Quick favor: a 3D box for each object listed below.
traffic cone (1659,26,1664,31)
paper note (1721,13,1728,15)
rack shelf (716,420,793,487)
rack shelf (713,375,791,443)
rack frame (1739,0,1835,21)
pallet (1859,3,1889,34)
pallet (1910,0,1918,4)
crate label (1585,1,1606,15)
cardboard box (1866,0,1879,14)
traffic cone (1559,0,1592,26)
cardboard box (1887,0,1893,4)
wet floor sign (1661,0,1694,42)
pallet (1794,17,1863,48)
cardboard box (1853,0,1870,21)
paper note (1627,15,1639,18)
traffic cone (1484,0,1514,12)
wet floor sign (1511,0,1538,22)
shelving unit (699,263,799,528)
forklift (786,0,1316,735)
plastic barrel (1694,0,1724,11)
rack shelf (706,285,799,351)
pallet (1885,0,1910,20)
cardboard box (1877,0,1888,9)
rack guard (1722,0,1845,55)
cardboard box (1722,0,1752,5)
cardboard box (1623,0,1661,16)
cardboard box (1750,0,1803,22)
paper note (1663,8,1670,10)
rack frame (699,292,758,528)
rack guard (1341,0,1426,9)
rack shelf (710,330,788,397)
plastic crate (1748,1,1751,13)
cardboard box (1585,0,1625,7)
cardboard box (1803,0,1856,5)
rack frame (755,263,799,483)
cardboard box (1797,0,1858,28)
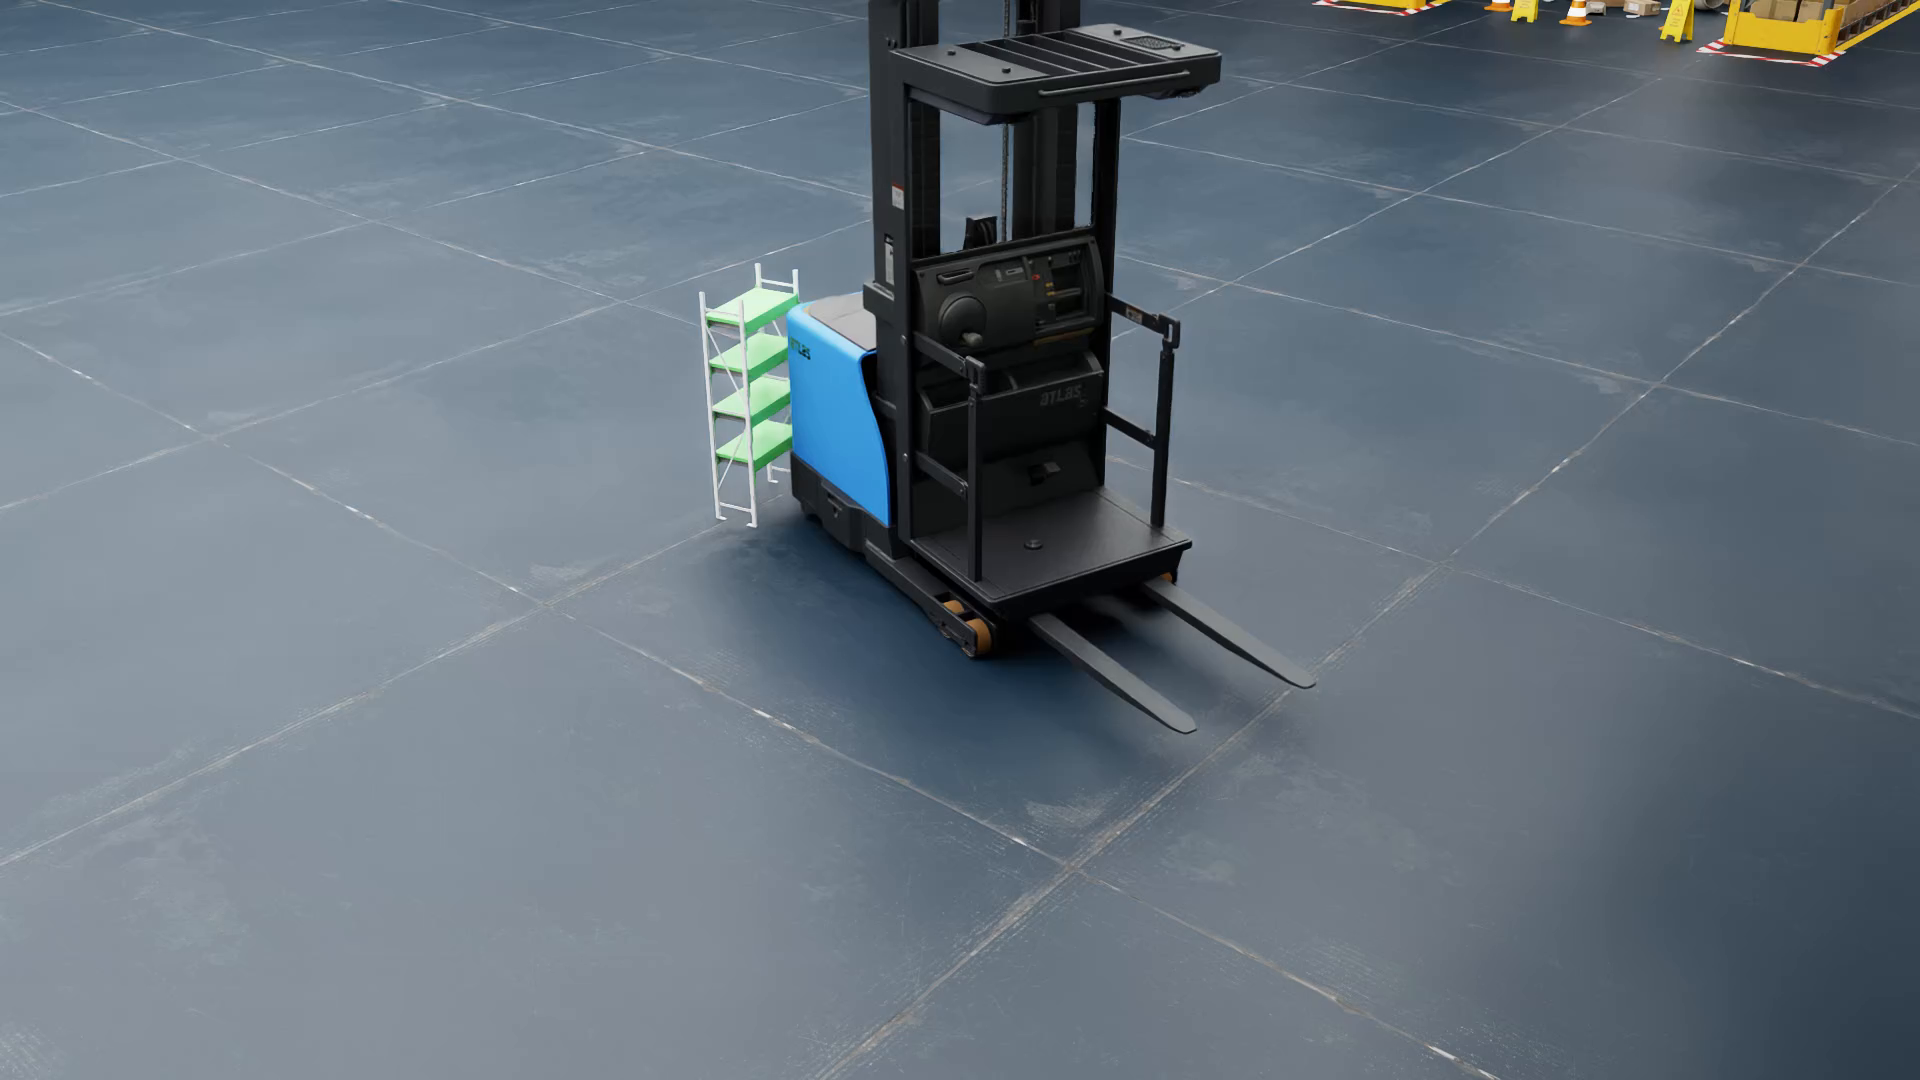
[{"bbox_3d":[8.727,-6.433,20.182,0.336,0.463,0.334,21,34,34],"label":"traffic cone"},{"bbox_3d":[9.789,-6.721,21.208,0.142,0.019,0.148,9,29,17],"label":"paper note"},{"bbox_3d":[-1.021,-0.453,8.481,0.258,0.148,0.480,13,30,23],"label":"rack shelf"},{"bbox_3d":[-1.021,-0.666,8.371,0.258,0.148,0.480,13,30,23],"label":"rack shelf"},{"bbox_3d":[9.449,-7.030,18.576,1.000,3.000,0.127,21,34,34],"label":"rack frame"},{"bbox_3d":[10.818,-6.527,20.638,1.003,0.211,1.213,21,34,34],"label":"pallet"},{"bbox_3d":[12.487,-7.487,22.492,1.003,0.211,1.213,21,34,34],"label":"pallet"},{"bbox_3d":[8.106,-6.789,21.225,0.250,0.136,0.298,4,28,8],"label":"crate label"},{"bbox_3d":[10.843,-6.577,20.234,0.500,0.250,0.500,24,35,38],"label":"cardboard box"},{"bbox_3d":[7.654,-6.637,20.576,0.336,0.463,0.334,21,34,34],"label":"traffic cone"},{"bbox_3d":[11.494,-6.934,20.925,0.500,0.250,0.500,20,33,33],"label":"cardboard box"},{"bbox_3d":[8.502,-6.230,19.591,0.232,0.644,0.267,-15,31,-27],"label":"wet floor sign"},{"bbox_3d":[10.041,-6.097,19.805,1.003,0.211,1.213,21,34,34],"label":"pallet"},{"bbox_3d":[10.506,-6.380,19.853,0.500,0.250,0.500,22,35,36],"label":"cardboard box"},{"bbox_3d":[8.514,-6.629,21.030,0.148,0.019,0.142,9,29,17],"label":"paper note"},{"bbox_3d":[6.999,-7.088,21.447,0.336,0.463,0.334,21,34,34],"label":"traffic cone"},{"bbox_3d":[7.075,-6.807,20.705,0.267,0.644,0.232,15,31,26],"label":"wet floor sign"},{"bbox_3d":[-1.021,-0.723,8.342,0.258,1.200,0.503,13,30,23],"label":"shelving unit"},{"bbox_3d":[0.341,-1.036,7.064,1.130,2.935,3.031,-16,31,-28],"label":"forklift"},{"bbox_3d":[9.595,-7.061,21.438,0.421,0.421,0.512,-5,28,-9],"label":"plastic barrel"},{"bbox_3d":[-1.021,-1.093,8.151,0.258,0.148,0.480,13,30,23],"label":"rack shelf"},{"bbox_3d":[11.593,-6.962,21.477,1.003,0.211,1.213,21,34,34],"label":"pallet"},{"bbox_3d":[11.167,-6.755,20.579,0.500,0.250,0.500,21,34,35],"label":"cardboard box"},{"bbox_3d":[9.497,-5.947,19.202,1.175,0.500,0.348,21,34,34],"label":"rack guard"},{"bbox_3d":[10.262,-7.357,21.925,0.500,0.500,0.500,-5,28,-9],"label":"cardboard box"},{"bbox_3d":[8.724,-6.819,21.270,0.250,0.149,0.380,-10,29,-18],"label":"cardboard box"},{"bbox_3d":[9.771,-6.369,19.833,0.500,0.250,0.500,21,34,34],"label":"cardboard box"},{"bbox_3d":[9.170,-6.881,21.530,0.142,0.019,0.148,-15,31,-27],"label":"paper note"},{"bbox_3d":[-1.131,-0.623,8.148,0.240,1.200,0.015,13,30,23],"label":"rack frame"},{"bbox_3d":[5.550,-7.323,21.861,1.175,0.500,0.348,21,34,34],"label":"rack guard"},{"bbox_3d":[-1.021,-0.879,8.261,0.258,0.148,0.480,13,30,23],"label":"rack shelf"},{"bbox_3d":[10.362,-6.835,21.375,0.402,0.080,0.583,9,29,17],"label":"plastic crate"},{"bbox_3d":[8.613,-7.284,21.783,0.797,0.503,0.637,0,27,0],"label":"cardboard box"},{"bbox_3d":[10.190,-6.543,19.352,0.500,0.500,0.500,19,33,33],"label":"cardboard box"},{"bbox_3d":[-0.912,-0.823,8.536,0.240,1.200,0.015,13,30,23],"label":"rack frame"},{"bbox_3d":[10.175,-6.201,19.508,0.500,0.250,0.500,20,34,34],"label":"cardboard box"}]
